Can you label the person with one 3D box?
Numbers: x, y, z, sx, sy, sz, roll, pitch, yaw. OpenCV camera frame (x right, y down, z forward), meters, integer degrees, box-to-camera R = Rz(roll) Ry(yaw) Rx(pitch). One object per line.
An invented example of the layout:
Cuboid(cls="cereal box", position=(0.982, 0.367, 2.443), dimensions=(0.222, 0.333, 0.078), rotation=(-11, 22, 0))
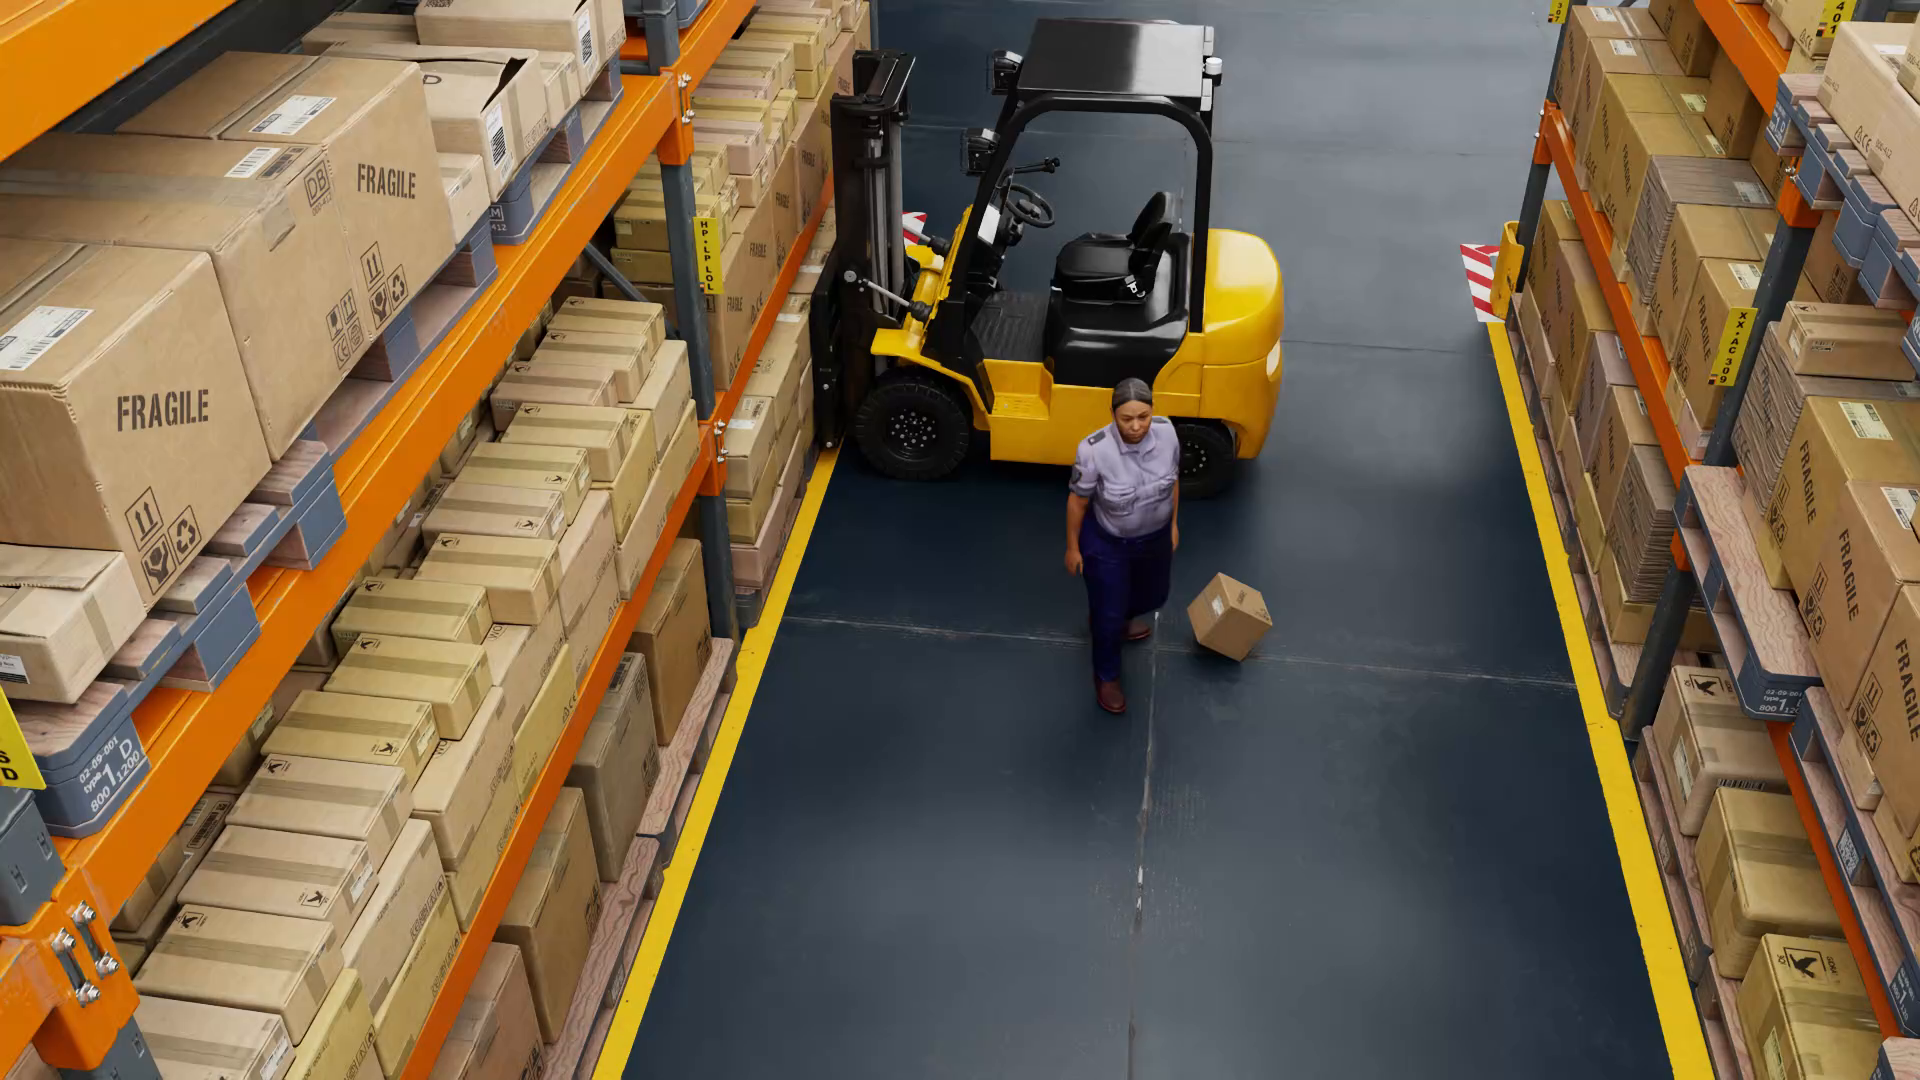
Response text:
Cuboid(cls="person", position=(0.679, -0.051, 7.126), dimensions=(0.556, 1.638, 0.558), rotation=(-16, 39, -20))
